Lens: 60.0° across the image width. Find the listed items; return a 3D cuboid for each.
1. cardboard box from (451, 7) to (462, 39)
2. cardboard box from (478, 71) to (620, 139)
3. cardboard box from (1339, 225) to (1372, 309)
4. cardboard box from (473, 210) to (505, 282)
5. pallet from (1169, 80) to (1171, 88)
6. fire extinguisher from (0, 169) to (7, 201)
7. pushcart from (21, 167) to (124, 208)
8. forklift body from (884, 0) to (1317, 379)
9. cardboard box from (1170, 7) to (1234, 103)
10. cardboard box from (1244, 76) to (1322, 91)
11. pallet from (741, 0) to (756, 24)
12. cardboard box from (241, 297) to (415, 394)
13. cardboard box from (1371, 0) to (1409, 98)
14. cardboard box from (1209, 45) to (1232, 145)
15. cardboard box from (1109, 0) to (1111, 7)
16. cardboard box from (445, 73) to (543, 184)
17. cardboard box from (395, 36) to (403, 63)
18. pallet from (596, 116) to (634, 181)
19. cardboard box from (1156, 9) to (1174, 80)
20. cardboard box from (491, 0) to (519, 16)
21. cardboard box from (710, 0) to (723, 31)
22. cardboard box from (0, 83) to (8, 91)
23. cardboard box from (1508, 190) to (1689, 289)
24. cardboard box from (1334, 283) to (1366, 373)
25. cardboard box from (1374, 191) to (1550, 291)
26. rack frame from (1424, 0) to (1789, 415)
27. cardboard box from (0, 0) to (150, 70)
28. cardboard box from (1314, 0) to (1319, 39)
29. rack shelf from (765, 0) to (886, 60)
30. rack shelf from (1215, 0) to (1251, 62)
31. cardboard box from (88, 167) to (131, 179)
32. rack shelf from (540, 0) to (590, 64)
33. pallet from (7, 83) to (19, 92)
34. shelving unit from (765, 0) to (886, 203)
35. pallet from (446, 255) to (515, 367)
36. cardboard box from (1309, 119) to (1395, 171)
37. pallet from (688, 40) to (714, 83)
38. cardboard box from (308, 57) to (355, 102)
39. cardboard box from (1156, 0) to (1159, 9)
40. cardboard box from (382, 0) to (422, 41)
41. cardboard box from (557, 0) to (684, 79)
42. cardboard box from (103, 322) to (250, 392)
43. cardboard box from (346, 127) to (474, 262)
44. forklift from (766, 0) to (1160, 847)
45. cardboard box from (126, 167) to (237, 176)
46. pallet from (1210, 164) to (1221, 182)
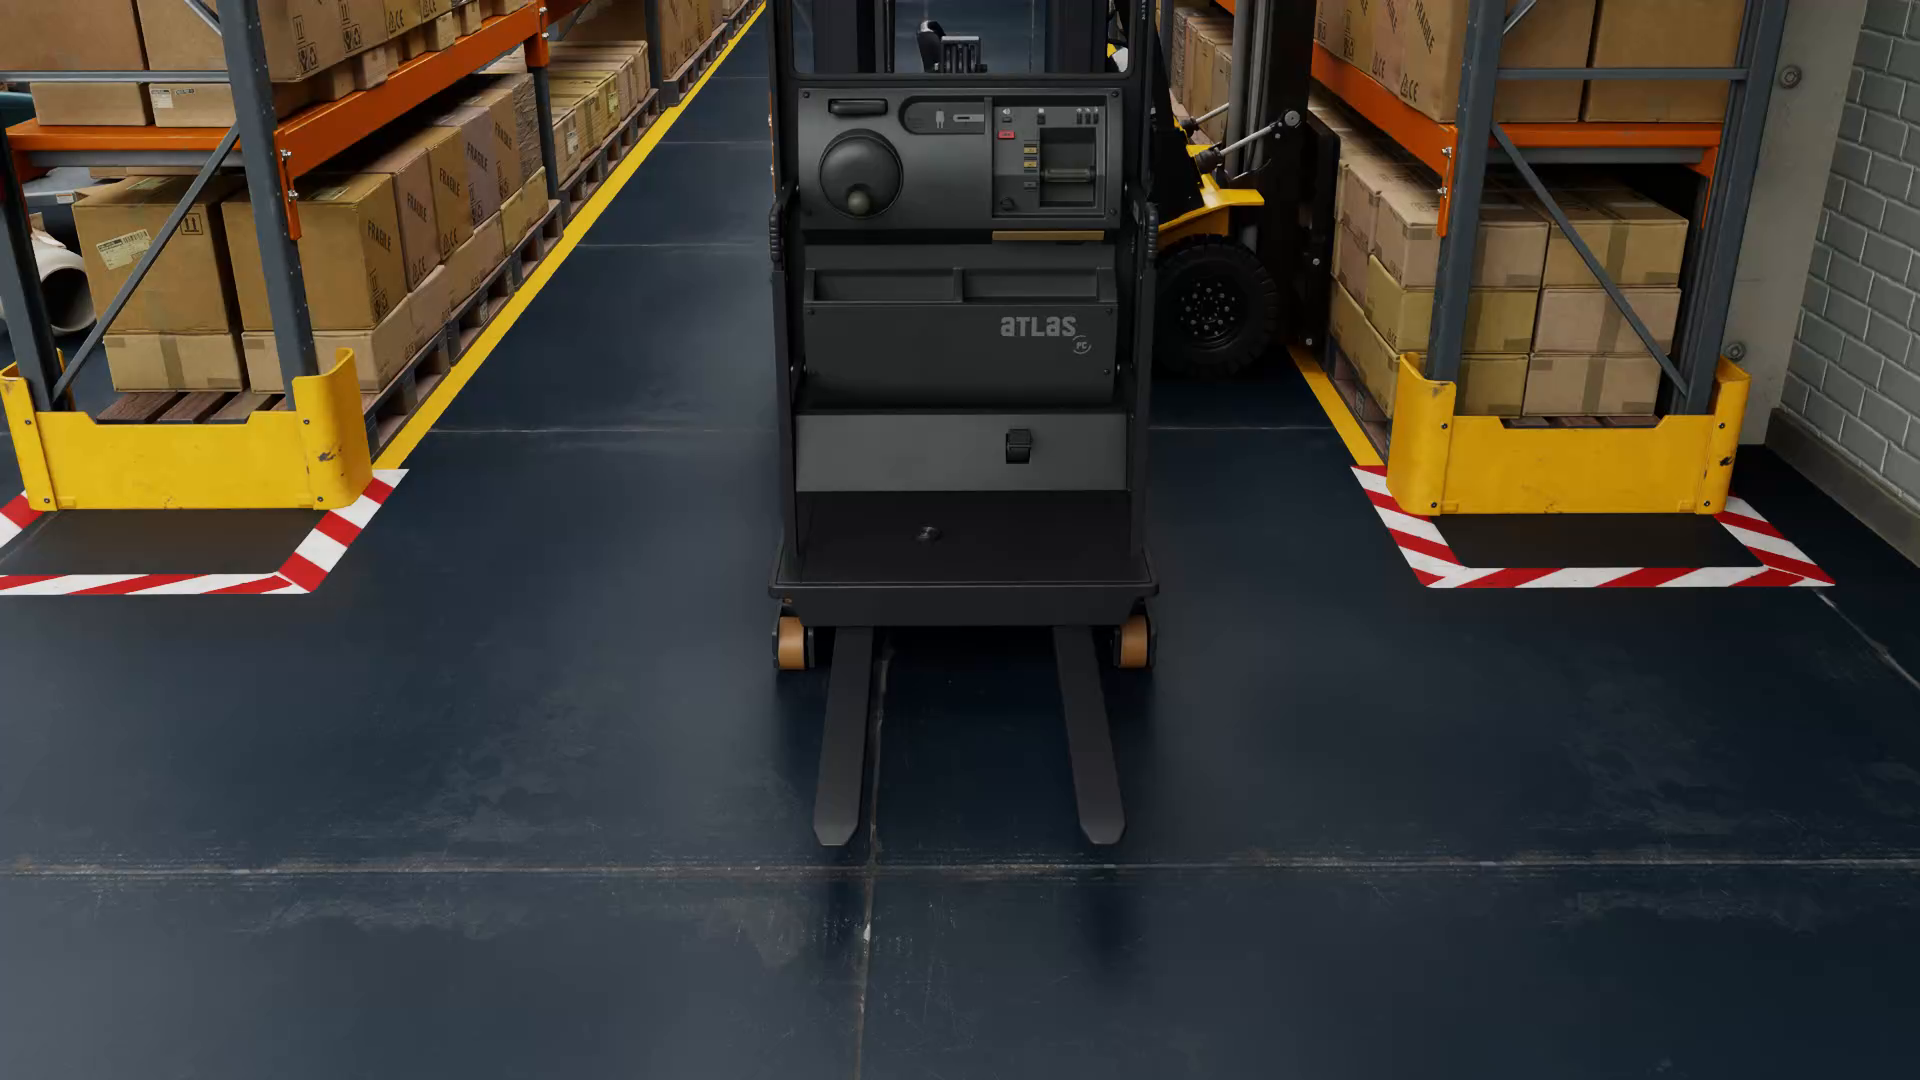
[{"bbox_3d":[-2.537,-2.393,7.705,0.380,0.149,0.250,-1,24,-1],"label":"cardboard box"},{"bbox_3d":[-2.862,-2.955,11.323,0.950,0.372,0.625,1,24,1],"label":"cardboard box"},{"bbox_3d":[1.862,-1.110,6.785,0.500,0.250,0.500,0,24,-1],"label":"cardboard box"},{"bbox_3d":[-2.541,-1.430,8.098,0.500,0.250,0.500,0,24,0],"label":"cardboard box"},{"bbox_3d":[2.117,-3.872,14.054,1.003,0.211,1.213,0,24,-1],"label":"pallet"},{"bbox_3d":[-3.249,-1.430,5.365,0.296,0.674,0.183,0,24,-1],"label":"fire extinguisher"},{"bbox_3d":[-5.112,-1.937,9.574,1.648,0.377,0.936,-9,26,-19],"label":"pushcart"},{"bbox_3d":[0.329,-1.924,7.395,2.313,2.155,1.214,0,24,-1],"label":"forklift body"},{"bbox_3d":[2.080,-3.687,12.634,0.875,0.625,0.625,1,24,1],"label":"cardboard box"},{"bbox_3d":[1.822,-2.380,8.985,0.500,0.250,0.500,-1,24,-1],"label":"cardboard box"},{"bbox_3d":[-2.866,-6.006,18.773,1.003,0.211,1.213,0,24,-1],"label":"pallet"},{"bbox_3d":[-2.521,-0.786,6.675,0.500,0.250,0.500,0,24,-1],"label":"cardboard box"},{"bbox_3d":[1.910,-1.999,6.408,0.500,0.500,0.500,0,24,1],"label":"cardboard box"},{"bbox_3d":[2.113,-2.830,10.740,0.875,0.625,0.625,0,24,-1],"label":"cardboard box"},{"bbox_3d":[1.744,-5.603,17.449,0.380,0.149,0.250,-1,24,-2],"label":"cardboard box"},{"bbox_3d":[-2.558,-2.200,8.891,0.500,0.500,0.500,-1,24,-1],"label":"cardboard box"},{"bbox_3d":[-2.581,-2.074,7.001,0.380,0.149,0.250,1,24,1],"label":"cardboard box"},{"bbox_3d":[-2.859,-2.717,11.500,1.003,0.211,1.213,0,24,-1],"label":"pallet"},{"bbox_3d":[1.867,-4.060,13.611,0.500,0.500,0.500,0,24,1],"label":"cardboard box"},{"bbox_3d":[-2.515,-2.814,8.637,0.380,0.149,0.250,0,24,1],"label":"cardboard box"},{"bbox_3d":[-2.833,-5.427,16.178,0.875,0.875,0.875,0,24,1],"label":"cardboard box"},{"bbox_3d":[-7.908,-3.662,12.426,1.050,0.750,0.750,-1,24,-1],"label":"cardboard box"},{"bbox_3d":[2.358,-1.131,6.224,0.500,0.250,0.500,-1,24,-1],"label":"cardboard box"},{"bbox_3d":[1.857,-0.874,6.869,0.500,0.250,0.500,0,24,-1],"label":"cardboard box"},{"bbox_3d":[1.857,-1.120,6.201,0.500,0.250,0.500,1,24,1],"label":"cardboard box"},{"bbox_3d":[2.174,-1.538,5.510,1.000,3.000,0.127,0,24,-1],"label":"rack frame"},{"bbox_3d":[-3.071,-1.918,5.868,0.500,0.500,0.500,-1,24,-1],"label":"cardboard box"},{"bbox_3d":[1.903,-2.625,7.792,0.500,0.500,0.500,0,24,-1],"label":"cardboard box"},{"bbox_3d":[-0.503,-2.051,6.067,0.431,0.518,0.480,-3,25,-7],"label":"rack shelf"},{"bbox_3d":[2.109,-3.683,11.125,1.077,0.370,4.000,0,24,-1],"label":"rack shelf"},{"bbox_3d":[-4.612,-2.348,9.416,0.500,0.500,0.500,0,24,-1],"label":"cardboard box"},{"bbox_3d":[-2.855,-3.659,11.072,1.077,0.370,4.000,0,24,-1],"label":"rack shelf"},{"bbox_3d":[-7.832,-3.798,13.892,1.003,0.211,1.213,0,24,-1],"label":"pallet"},{"bbox_3d":[-0.504,-1.429,6.355,0.431,2.100,0.503,-3,25,-7],"label":"shelving unit"},{"bbox_3d":[-2.774,-1.111,7.951,1.003,0.211,1.213,0,24,-1],"label":"pallet"},{"bbox_3d":[1.832,-1.747,7.587,0.500,0.250,0.500,-1,24,-2],"label":"cardboard box"},{"bbox_3d":[-2.820,-4.367,15.149,1.003,0.211,1.213,0,24,-1],"label":"pallet"},{"bbox_3d":[-2.525,-1.754,6.293,0.380,0.149,0.250,-1,24,-2],"label":"cardboard box"},{"bbox_3d":[1.794,-4.497,13.790,0.380,0.149,0.250,-1,24,-3],"label":"cardboard box"},{"bbox_3d":[-2.533,-2.315,6.746,0.500,0.500,0.500,-1,24,-2],"label":"cardboard box"},{"bbox_3d":[-2.801,-4.319,13.728,0.875,0.875,0.875,0,24,-1],"label":"cardboard box"},{"bbox_3d":[-3.067,-0.794,6.693,0.500,0.250,0.500,0,24,-1],"label":"cardboard box"},{"bbox_3d":[-2.530,-1.560,7.476,0.500,0.500,0.500,0,24,0],"label":"cardboard box"},{"bbox_3d":[0.006,-1.078,4.577,1.130,2.935,3.031,0,24,-1],"label":"forklift"},{"bbox_3d":[-3.130,-1.570,6.711,0.380,0.149,0.250,0,24,1],"label":"cardboard box"},{"bbox_3d":[2.083,-2.219,10.400,1.003,0.211,1.213,0,24,-1],"label":"pallet"}]
